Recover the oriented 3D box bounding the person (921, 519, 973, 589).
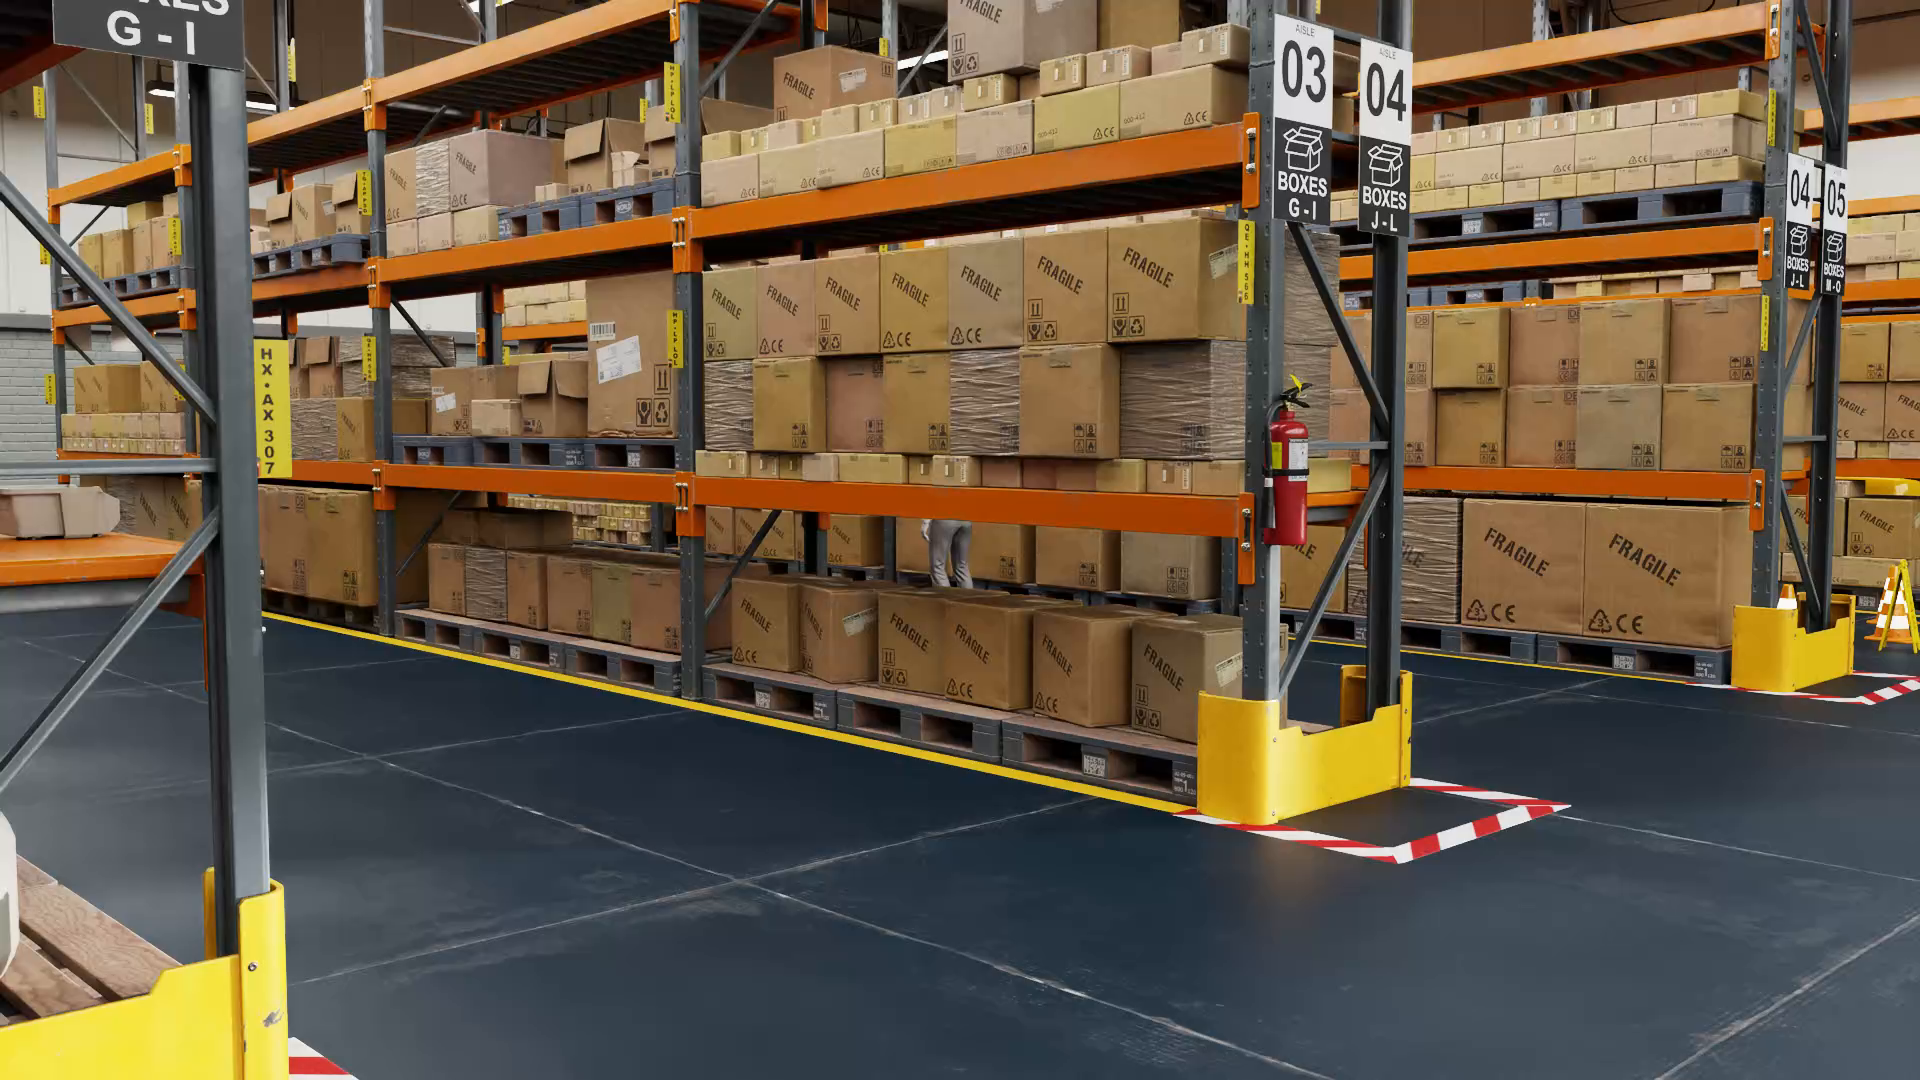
[{"bbox_3d":[-0.087,-0.139,12.982,0.528,1.664,0.372,-4,6,-44],"label":"person"}]
